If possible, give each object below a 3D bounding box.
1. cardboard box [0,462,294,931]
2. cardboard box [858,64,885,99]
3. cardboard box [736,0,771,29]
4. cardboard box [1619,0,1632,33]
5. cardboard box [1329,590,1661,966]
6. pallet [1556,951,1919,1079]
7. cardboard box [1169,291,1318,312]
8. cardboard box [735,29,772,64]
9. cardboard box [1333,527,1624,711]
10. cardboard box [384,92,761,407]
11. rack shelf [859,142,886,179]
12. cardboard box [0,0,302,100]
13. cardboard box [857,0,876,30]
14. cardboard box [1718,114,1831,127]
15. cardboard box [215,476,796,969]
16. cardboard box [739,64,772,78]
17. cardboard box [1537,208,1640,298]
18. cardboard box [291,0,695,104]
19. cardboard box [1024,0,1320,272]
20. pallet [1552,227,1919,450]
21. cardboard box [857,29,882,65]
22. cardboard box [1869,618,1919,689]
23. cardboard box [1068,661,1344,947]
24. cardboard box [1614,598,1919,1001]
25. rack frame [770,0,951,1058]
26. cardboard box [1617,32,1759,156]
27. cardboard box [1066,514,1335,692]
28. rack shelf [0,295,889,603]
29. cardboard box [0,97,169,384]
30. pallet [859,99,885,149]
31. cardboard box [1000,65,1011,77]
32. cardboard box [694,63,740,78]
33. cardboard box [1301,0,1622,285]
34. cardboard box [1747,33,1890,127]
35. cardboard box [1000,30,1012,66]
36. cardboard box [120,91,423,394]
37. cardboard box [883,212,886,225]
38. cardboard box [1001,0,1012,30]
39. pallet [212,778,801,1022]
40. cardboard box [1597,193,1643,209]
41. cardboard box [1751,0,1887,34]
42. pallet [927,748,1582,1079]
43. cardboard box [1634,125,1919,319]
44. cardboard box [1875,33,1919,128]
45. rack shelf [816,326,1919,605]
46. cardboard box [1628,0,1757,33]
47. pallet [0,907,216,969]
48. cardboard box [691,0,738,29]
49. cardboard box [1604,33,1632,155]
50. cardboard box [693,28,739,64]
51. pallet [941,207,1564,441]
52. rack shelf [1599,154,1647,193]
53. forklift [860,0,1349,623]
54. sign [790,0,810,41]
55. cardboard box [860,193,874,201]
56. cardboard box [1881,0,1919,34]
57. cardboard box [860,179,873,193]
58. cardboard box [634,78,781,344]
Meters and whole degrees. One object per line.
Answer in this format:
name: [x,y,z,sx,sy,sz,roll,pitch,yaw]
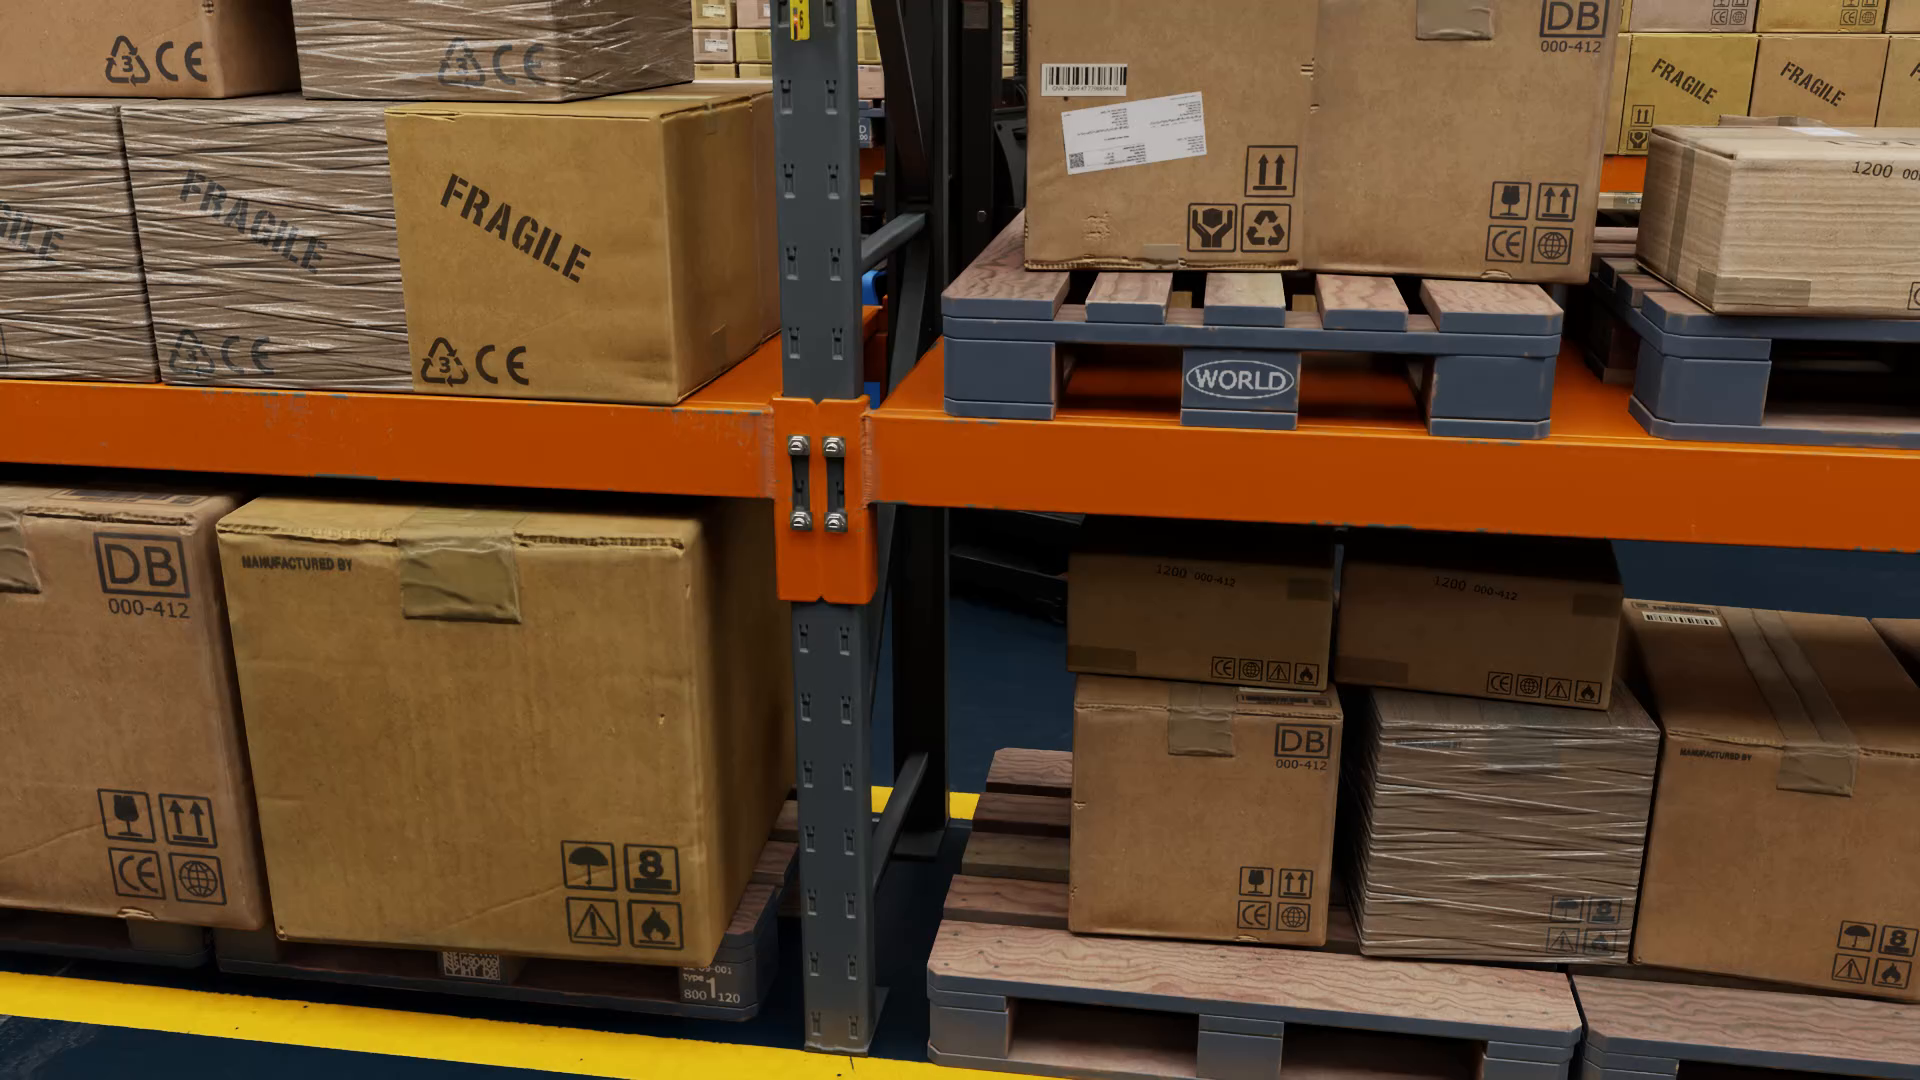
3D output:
cardboard box: [-1.722,0.155,3.800,0.875,0.875,1.225,3,19,9]
cardboard box: [-0.338,-2.101,7.588,0.250,0.149,0.380,3,19,10]
cardboard box: [-0.843,-2.410,7.575,0.250,0.149,0.380,3,19,9]
cardboard box: [2.674,-2.534,7.416,0.500,0.500,0.700,3,19,8]
cardboard box: [1.049,0.463,3.438,0.500,0.500,0.700,1,19,4]
pallet: [1.807,0.859,3.403,1.213,0.211,1.003,3,19,9]
cardboard box: [1.308,-1.187,8.008,0.750,0.750,1.050,3,19,8]
cardboard box: [-0.855,-2.269,7.621,0.250,0.149,0.380,3,19,8]
cardboard box: [1.026,0.104,3.330,0.500,0.250,0.500,5,19,15]
cardboard box: [-0.692,-0.560,3.091,0.500,0.500,0.500,4,19,10]
rack shelf: [-1.254,-1.873,8.309,4.000,0.370,1.077,3,19,9]
cardboard box: [-1.528,-1.164,3.316,0.637,0.503,0.797,3,19,10]
cardboard box: [-0.342,-2.384,7.496,0.250,0.149,0.380,4,19,10]
cardboard box: [1.524,-0.701,3.222,0.258,0.266,0.396,2,19,7]
cardboard box: [-0.844,0.202,3.659,0.875,0.875,1.225,2,19,6]
cardboard box: [-0.849,-2.127,7.668,0.250,0.149,0.380,2,19,6]
cardboard box: [3.091,-1.098,7.740,0.750,0.750,1.050,3,19,9]
cardboard box: [-0.885,-1.130,3.215,0.637,0.503,0.797,4,19,11]
cardboard box: [0.374,-0.797,3.139,0.500,0.500,0.500,1,19,2]
pallet: [1.795,-0.387,3.036,1.213,0.211,1.003,3,19,9]
cardboard box: [-0.363,-2.243,7.543,0.250,0.149,0.380,3,19,10]
cardboard box: [2.161,0.517,3.276,0.500,0.500,0.700,1,19,4]
cardboard box: [0.499,0.439,3.510,0.500,0.500,0.700,2,19,6]
cardboard box: [1.610,0.489,3.359,0.500,0.500,0.700,5,19,13]
rack frame: [-0.166,-0.565,3.265,0.127,3.000,1.000,3,19,9]
cardboard box: [3.115,-1.953,7.256,0.500,0.500,0.500,3,19,9]
cardboard box: [0.501,0.080,3.400,0.500,0.250,0.500,4,19,11]
rack shelf: [-2.140,-0.325,3.680,4.000,0.370,1.077,3,19,9]
cardboard box: [-1.697,-0.612,3.247,0.500,0.500,0.500,2,19,7]
pallet: [0.000,-2.025,7.932,1.003,0.211,1.213,3,19,9]
cardboard box: [0.161,-2.075,7.511,0.250,0.149,0.380,3,19,10]
cardboard box: [-1.105,-2.141,7.709,0.250,0.149,0.380,3,19,10]
cardboard box: [0.941,-0.800,3.148,0.500,0.500,0.700,6,19,17]
cardboard box: [3.614,-1.928,7.180,0.500,0.500,0.500,3,19,8]
cardboard box: [0.161,-2.217,7.468,0.250,0.149,0.380,3,19,10]
cardboard box: [-1.183,-0.587,3.172,0.500,0.500,0.500,3,19,8]
cardboard box: [-0.496,-1.458,8.028,0.500,0.250,0.500,3,19,9]
cardboard box: [0.164,-2.357,7.417,0.250,0.149,0.380,2,19,6]
pallet: [-0.932,0.694,3.896,1.213,0.211,1.003,3,19,9]
cardboard box: [4.837,-2.447,12.369,0.625,0.372,0.950,3,19,9]
cardboard box: [3.671,-2.483,7.262,0.500,0.500,0.700,3,19,8]
pallet: [0.606,0.797,3.588,1.213,0.211,1.003,3,19,9]
cardboard box: [1.453,-0.537,2.755,0.500,0.250,0.500,2,19,7]
cardboard box: [4.113,-1.903,7.104,0.500,0.500,0.500,3,19,8]
rack shelf: [1.809,-0.123,3.078,4.000,0.370,1.077,3,19,9]
cardboard box: [3.172,-2.508,7.339,0.500,0.500,0.700,3,19,9]
pallet: [-2.133,0.632,4.082,1.213,0.211,1.003,3,19,9]
cardboard box: [-1.112,-2.423,7.614,0.250,0.149,0.380,4,19,11]
cardboard box: [2.613,-1.978,7.330,0.500,0.500,0.500,3,19,8]
cardboard box: [-1.113,-2.281,7.660,0.250,0.149,0.380,3,19,10]
pallet: [0.555,-0.472,3.288,1.003,0.211,1.213,3,19,9]
rack shelf: [2.696,-1.672,7.707,4.000,0.370,1.077,3,19,9]
forklift: [0.571,-1.272,5.484,3.031,2.935,1.130,13,22,33]
sign: [-0.250,-0.940,2.561,0.005,0.325,0.100,3,19,9]
cardboard box: [-0.422,-1.619,8.511,0.500,0.250,0.500,3,19,8]
cardboard box: [4.179,-2.457,7.187,0.500,0.500,0.700,3,19,8]
cardboard box: [-1.025,-3.014,13.269,0.875,0.875,0.875,3,19,10]
cardboard box: [-0.602,-0.722,3.577,0.500,0.500,0.500,3,19,10]
